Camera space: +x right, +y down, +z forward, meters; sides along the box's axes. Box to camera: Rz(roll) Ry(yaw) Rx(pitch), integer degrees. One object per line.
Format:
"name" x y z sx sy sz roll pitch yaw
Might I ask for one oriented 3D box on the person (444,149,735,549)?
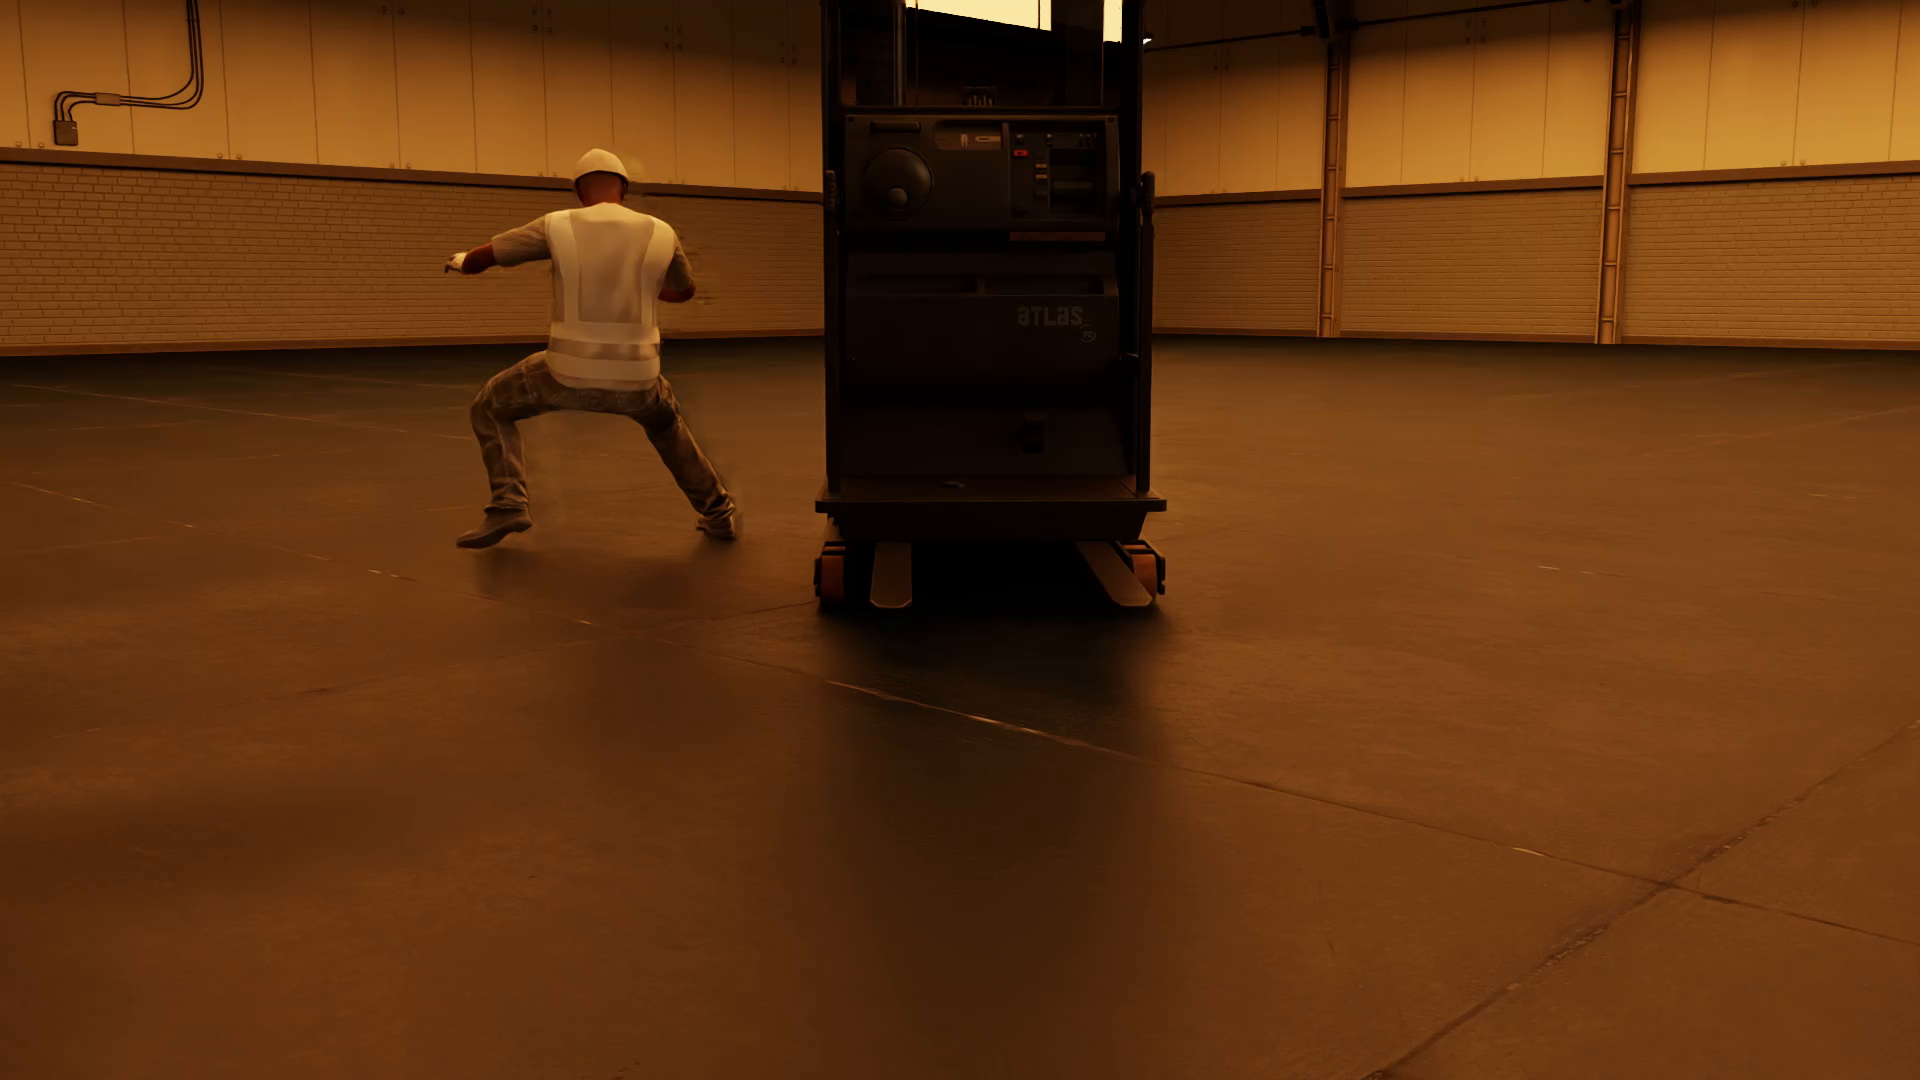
"person" -1.427 -0.742 6.503 1.119 1.532 0.737 -3 9 -21

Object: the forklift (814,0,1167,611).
"forklift" 0.083 -1.288 5.426 1.130 2.935 3.031 0 9 -2
